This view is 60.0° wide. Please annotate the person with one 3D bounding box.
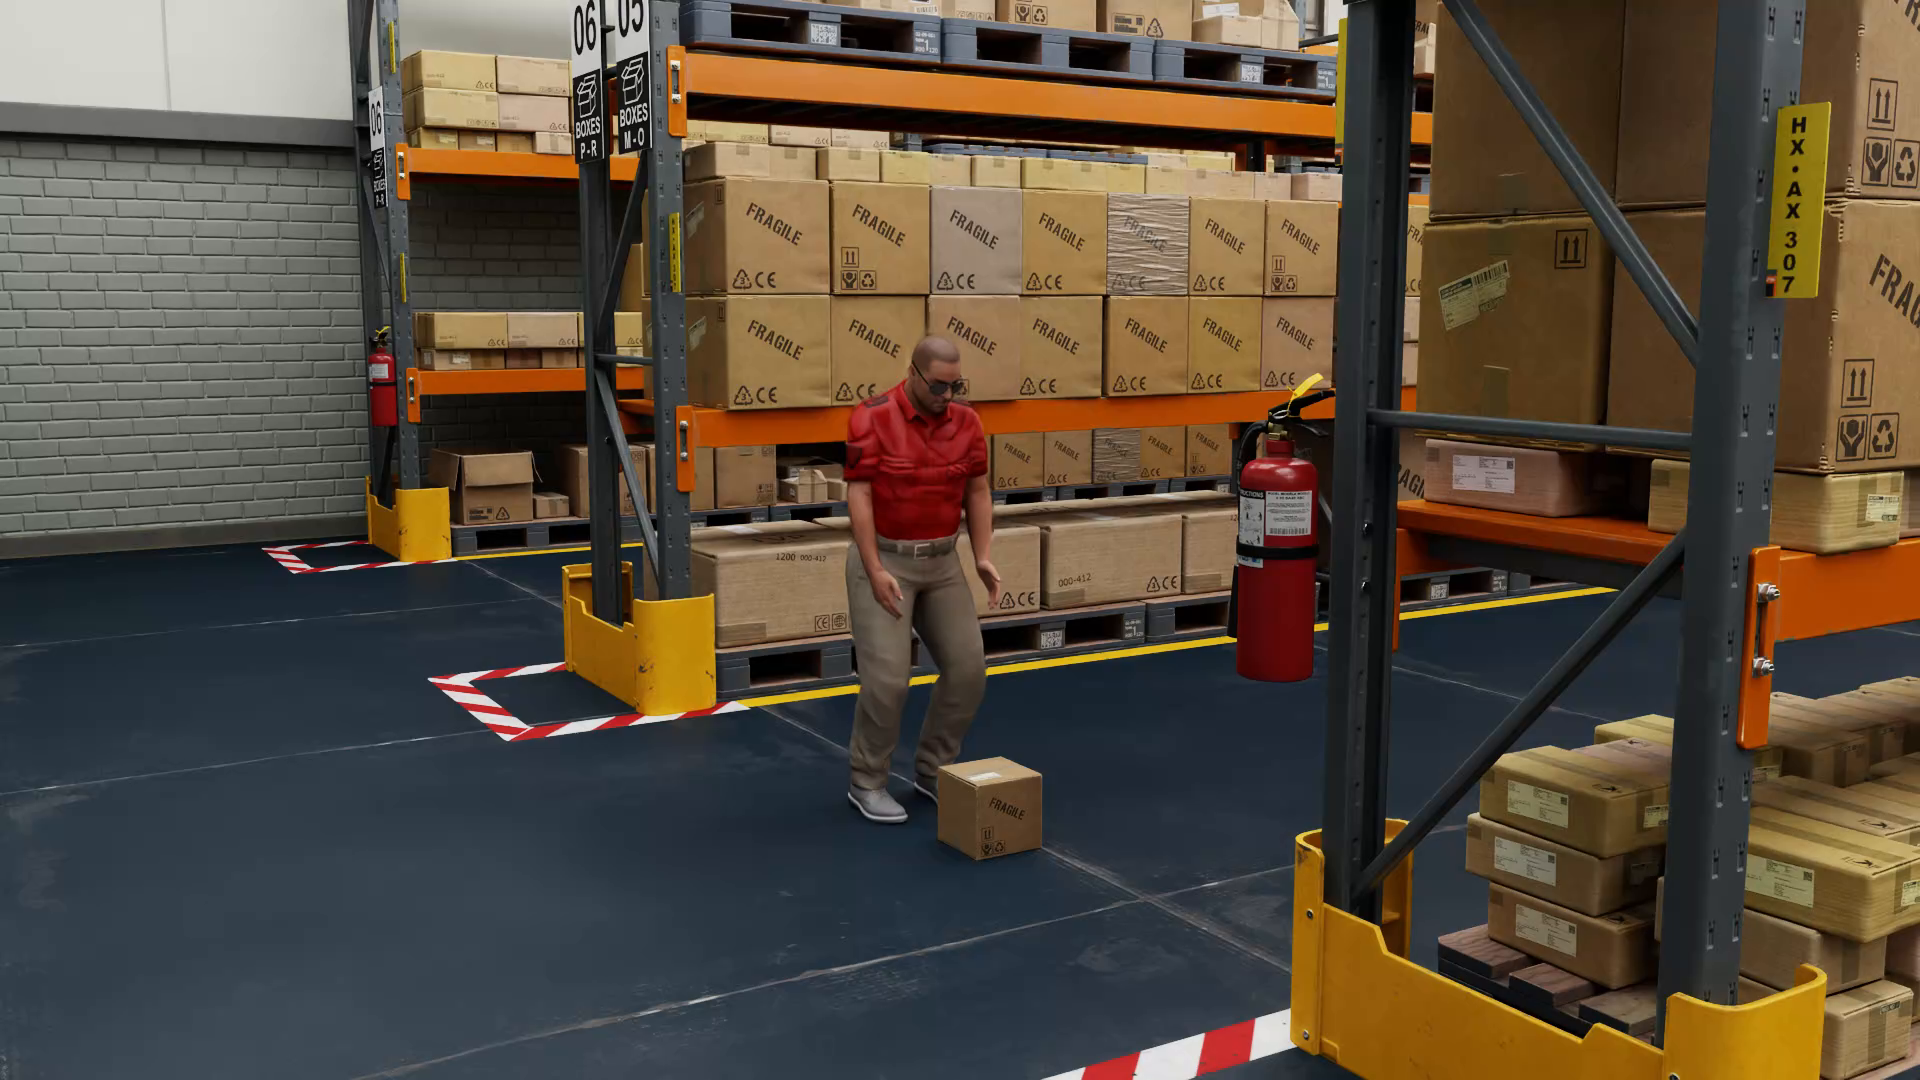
[{"bbox_3d":[-0.133,0.152,5.789,0.575,1.607,0.526,-5,9,-30],"label":"person"}]
